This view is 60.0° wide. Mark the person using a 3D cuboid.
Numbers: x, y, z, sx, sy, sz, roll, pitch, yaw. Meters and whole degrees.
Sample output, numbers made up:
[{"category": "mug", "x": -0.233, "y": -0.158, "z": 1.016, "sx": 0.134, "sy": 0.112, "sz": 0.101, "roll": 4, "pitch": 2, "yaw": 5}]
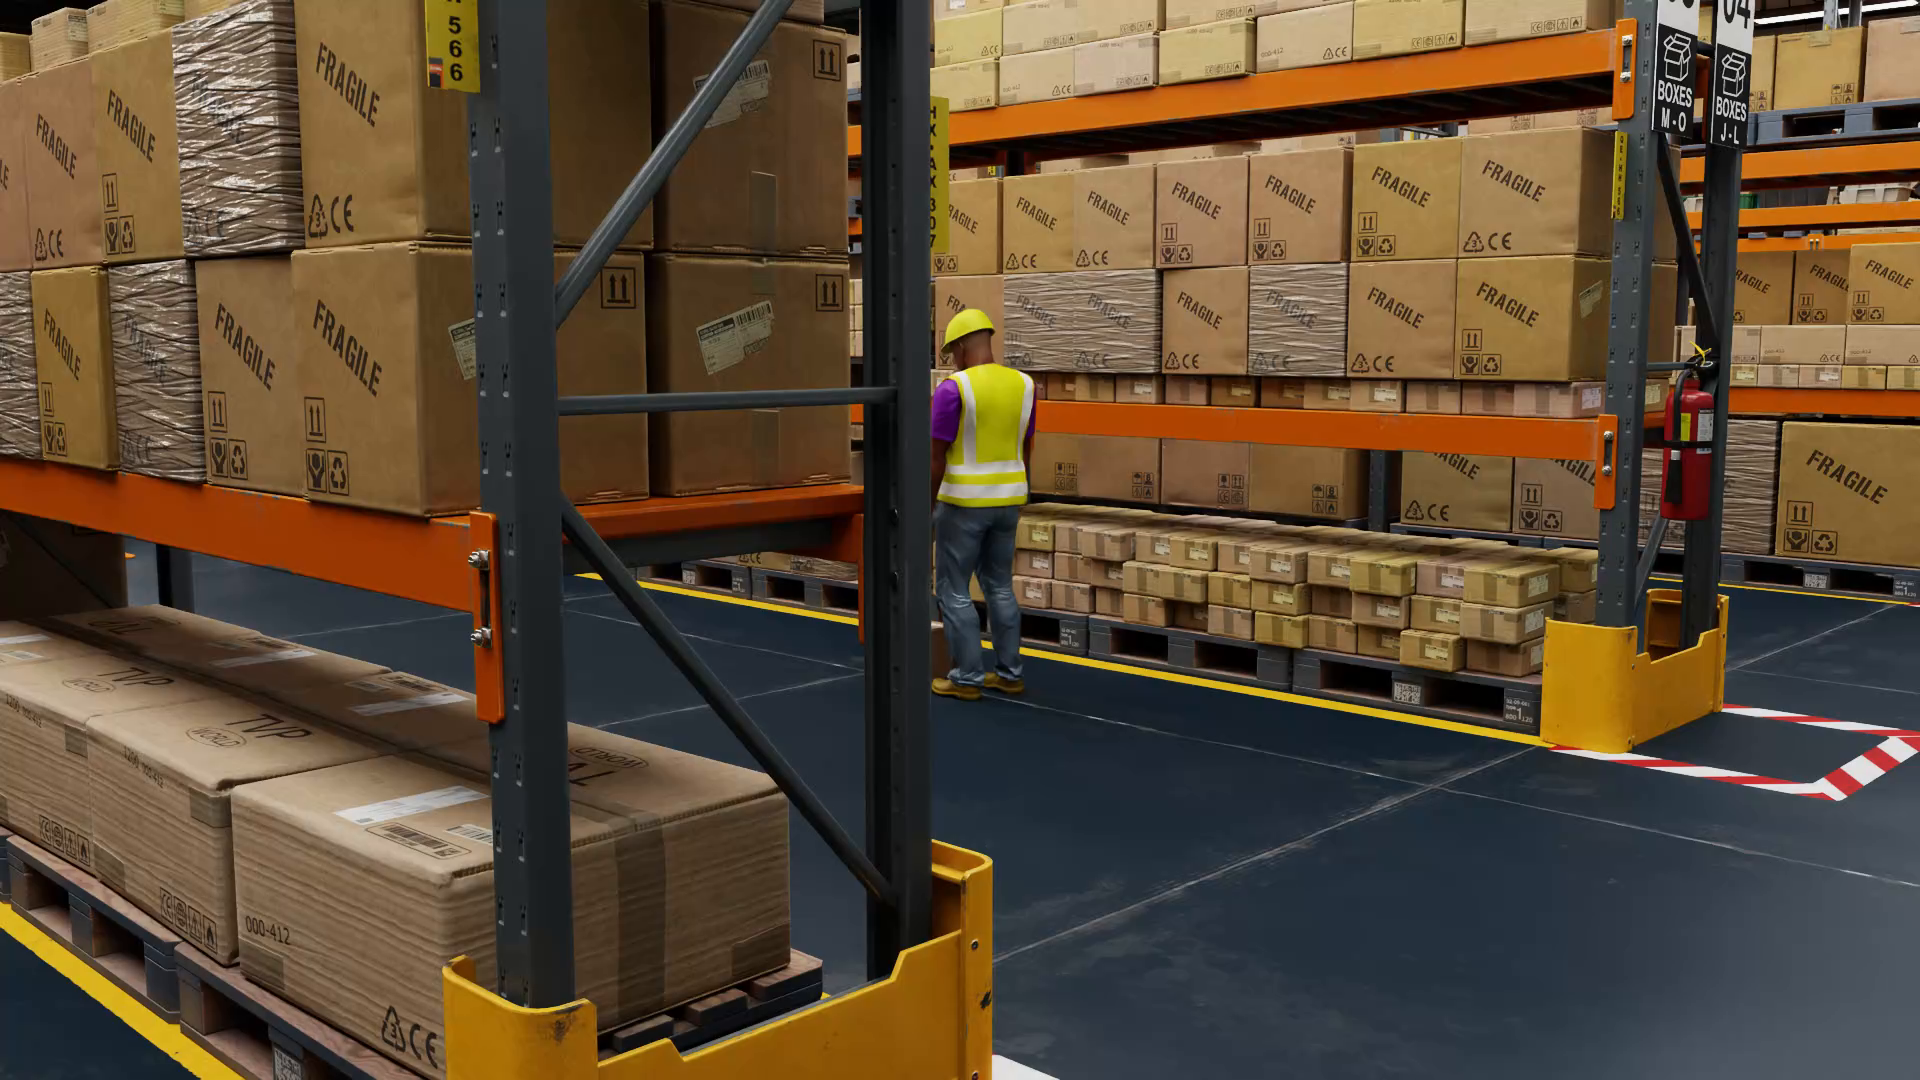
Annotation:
[{"category": "person", "x": 0.071, "y": -0.163, "z": 7.542, "sx": 0.573, "sy": 1.751, "sz": 0.384, "roll": -5, "pitch": 9, "yaw": -36}]
